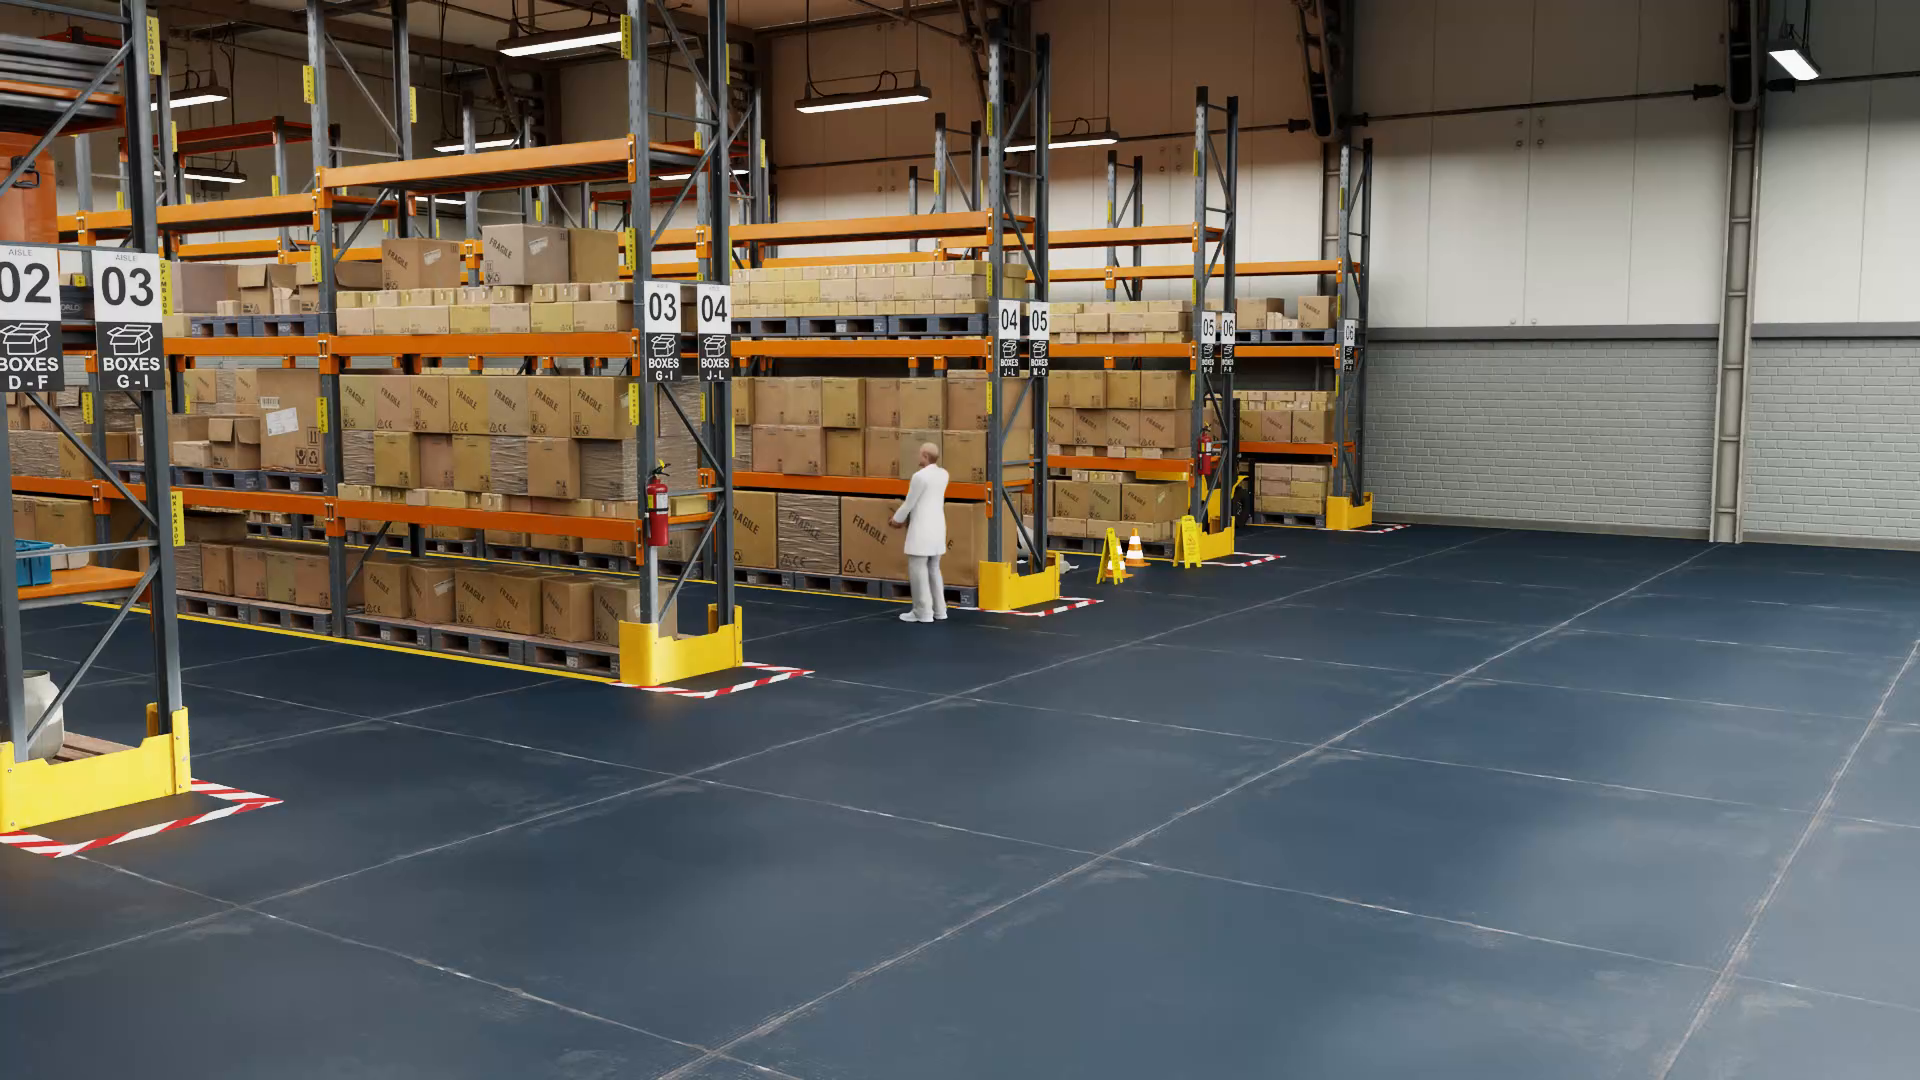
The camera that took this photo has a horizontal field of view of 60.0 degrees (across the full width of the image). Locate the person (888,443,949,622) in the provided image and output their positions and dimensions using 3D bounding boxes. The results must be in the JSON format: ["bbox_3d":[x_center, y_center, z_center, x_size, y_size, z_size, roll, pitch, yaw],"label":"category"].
[{"bbox_3d":[-0.423,-0.086,16.571,0.543,1.777,0.525,4,7,34],"label":"person"}]
